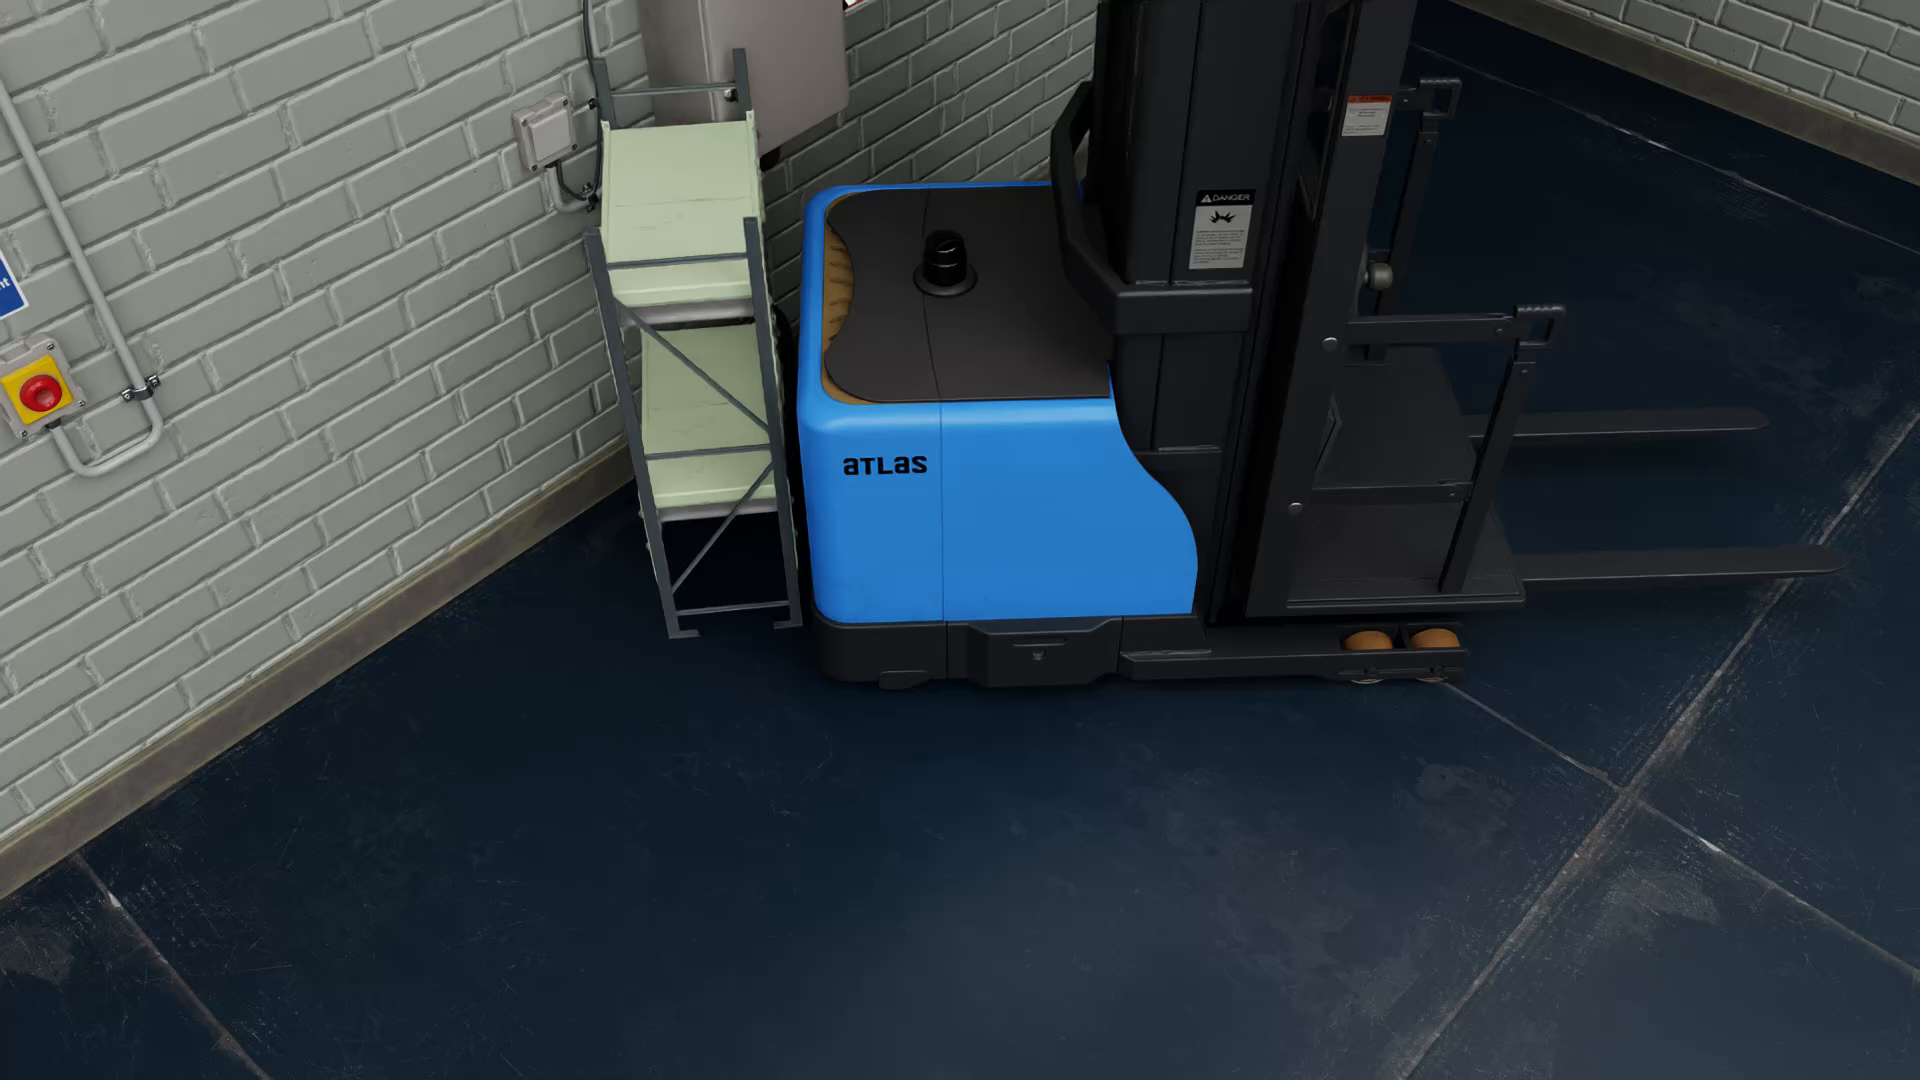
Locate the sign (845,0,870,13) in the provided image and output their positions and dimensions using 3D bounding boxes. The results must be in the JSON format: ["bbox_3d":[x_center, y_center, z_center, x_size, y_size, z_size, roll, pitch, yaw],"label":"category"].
[{"bbox_3d":[-0.354,-1.790,4.938,0.001,0.494,0.329,34,55,28],"label":"sign"}]

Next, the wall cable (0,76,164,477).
[{"bbox_3d":[-2.068,-0.761,3.188,0.123,1.953,0.585,34,55,28],"label":"wall cable"}]

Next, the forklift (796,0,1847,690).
[{"bbox_3d":[1.076,-0.971,4.151,3.031,2.935,1.130,-2,47,-2],"label":"forklift"}]

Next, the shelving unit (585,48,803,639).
[{"bbox_3d":[-0.718,-0.502,4.681,0.431,1.500,0.755,-5,48,-5],"label":"shelving unit"}]

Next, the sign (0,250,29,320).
[{"bbox_3d":[-2.146,-0.499,3.476,0.001,0.218,0.327,34,55,28],"label":"sign"}]

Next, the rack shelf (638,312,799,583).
[{"bbox_3d":[-0.718,-0.284,4.923,0.431,0.370,0.720,-5,48,-5],"label":"rack shelf"}]

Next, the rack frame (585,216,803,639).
[{"bbox_3d":[-0.672,-0.232,4.438,0.400,1.500,0.023,-5,48,-5],"label":"rack frame"}]

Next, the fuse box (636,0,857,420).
[{"bbox_3d":[-0.536,-1.014,5.029,0.414,1.711,0.539,34,55,28],"label":"fuse box"}]

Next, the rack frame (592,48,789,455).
[{"bbox_3d":[-0.763,-0.772,4.924,0.400,1.500,0.023,-5,48,-5],"label":"rack frame"}]

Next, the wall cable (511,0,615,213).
[{"bbox_3d":[-1.115,-1.515,3.918,0.122,1.984,0.588,34,55,28],"label":"wall cable"}]

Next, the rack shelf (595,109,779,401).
[{"bbox_3d":[-0.718,-0.763,4.390,0.431,0.370,0.720,-5,48,-5],"label":"rack shelf"}]
